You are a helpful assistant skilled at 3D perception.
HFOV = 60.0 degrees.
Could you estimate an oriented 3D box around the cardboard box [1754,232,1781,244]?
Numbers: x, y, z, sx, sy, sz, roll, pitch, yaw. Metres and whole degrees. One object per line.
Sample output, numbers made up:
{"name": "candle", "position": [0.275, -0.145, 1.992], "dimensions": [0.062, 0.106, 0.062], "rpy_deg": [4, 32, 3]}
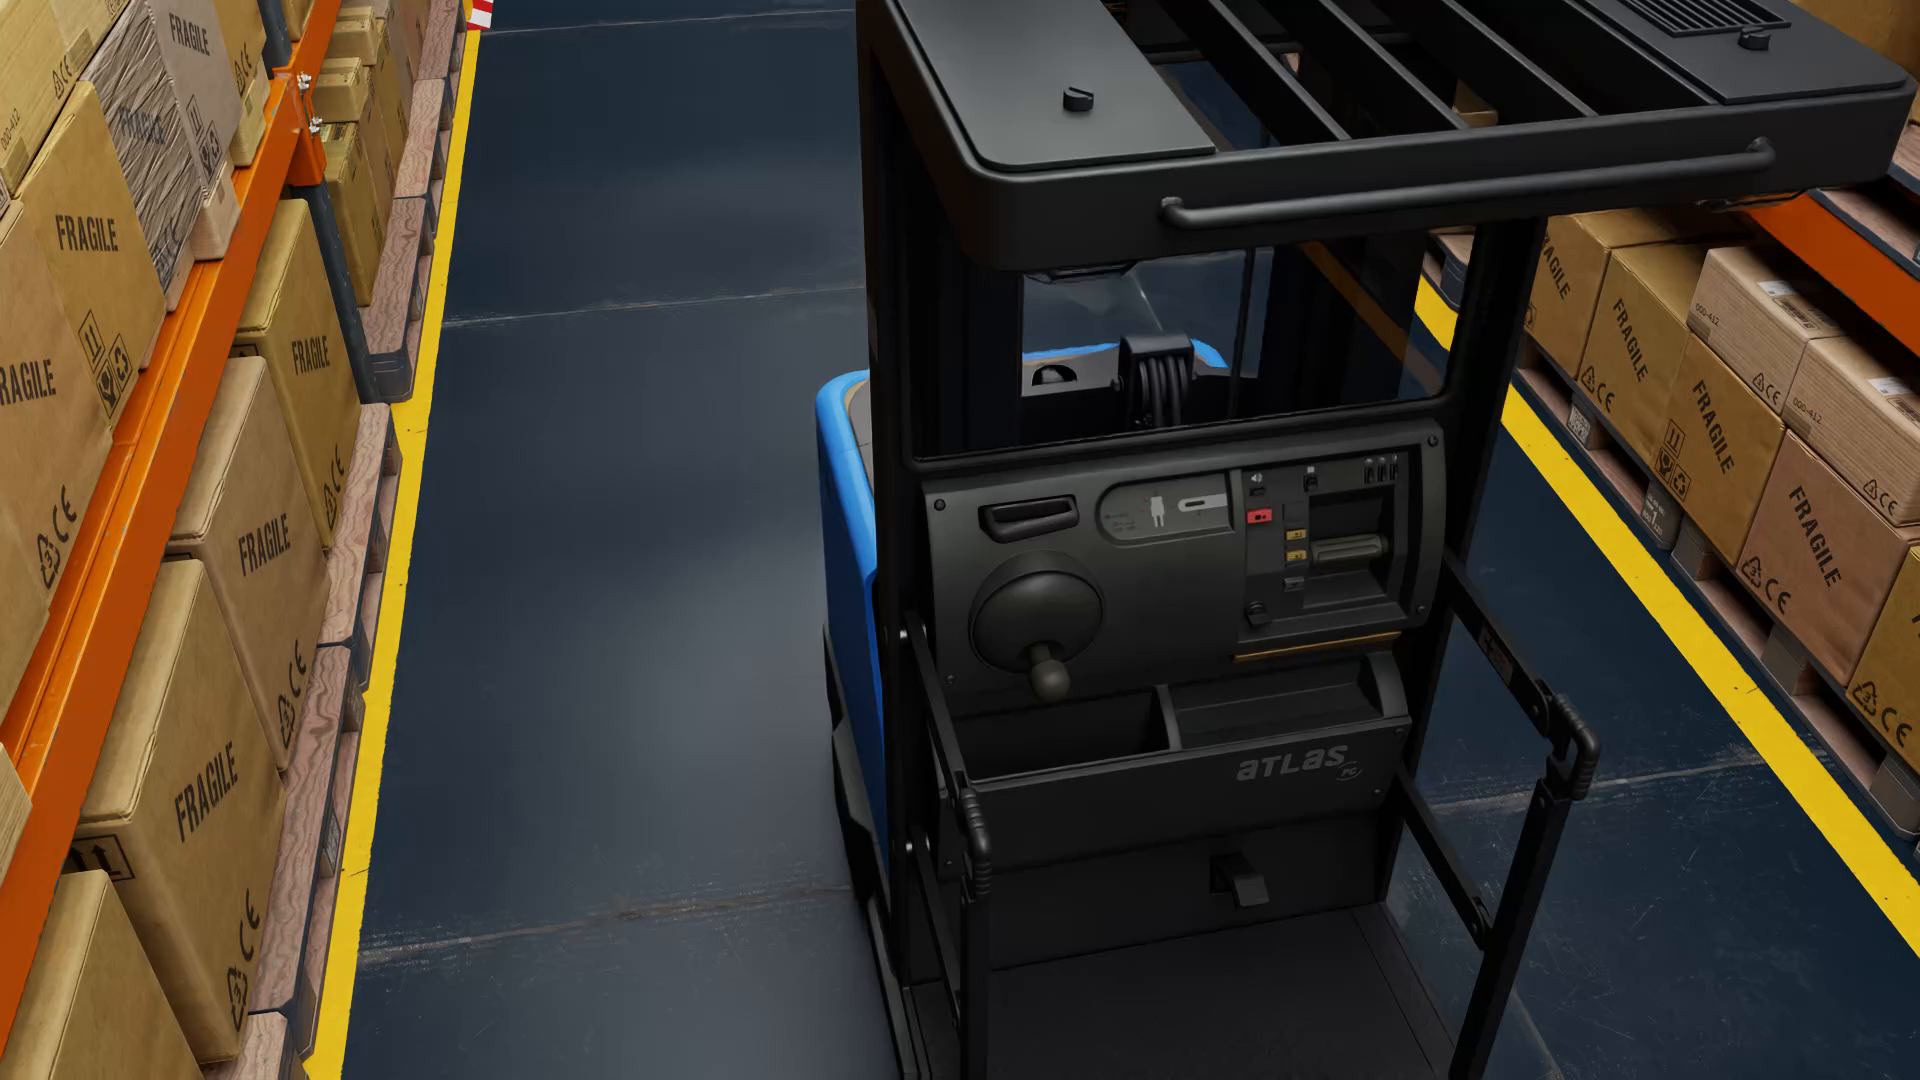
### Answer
{"name": "cardboard box", "position": [2.846, -0.669, 5.345], "dimensions": [0.500, 0.500, 0.500], "rpy_deg": [-6, 38, -8]}

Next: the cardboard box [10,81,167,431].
{"name": "cardboard box", "position": [-1.877, -0.514, 3.127], "dimensions": [0.500, 0.500, 0.500], "rpy_deg": [-5, 38, -7]}

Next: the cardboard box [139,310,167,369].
{"name": "cardboard box", "position": [-1.960, -0.477, 3.607], "dimensions": [0.380, 0.149, 0.250], "rpy_deg": [-7, 38, -9]}

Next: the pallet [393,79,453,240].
{"name": "pallet", "position": [-2.751, -1.619, 7.162], "dimensions": [1.003, 0.211, 1.213], "rpy_deg": [-6, 38, -8]}

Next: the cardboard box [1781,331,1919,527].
{"name": "cardboard box", "position": [2.507, -0.306, 4.267], "dimensions": [0.500, 0.250, 0.500], "rpy_deg": [-7, 38, -9]}

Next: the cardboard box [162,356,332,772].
{"name": "cardboard box", "position": [-2.077, 0.084, 4.106], "dimensions": [0.750, 0.750, 0.750], "rpy_deg": [-5, 38, -7]}

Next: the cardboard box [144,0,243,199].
{"name": "cardboard box", "position": [-2.049, -1.120, 3.906], "dimensions": [0.500, 0.500, 0.500], "rpy_deg": [-6, 38, -8]}

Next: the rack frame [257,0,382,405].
{"name": "rack frame", "position": [-2.478, -1.514, 4.754], "dimensions": [1.000, 3.000, 0.127], "rpy_deg": [-6, 38, -8]}

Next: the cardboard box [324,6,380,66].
{"name": "cardboard box", "position": [-2.480, -1.953, 6.485], "dimensions": [0.380, 0.149, 0.250], "rpy_deg": [-7, 38, -9]}

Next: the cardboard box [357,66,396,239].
{"name": "cardboard box", "position": [-2.593, -1.459, 6.378], "dimensions": [0.700, 0.500, 0.500], "rpy_deg": [-7, 38, -8]}

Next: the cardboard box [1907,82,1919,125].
{"name": "cardboard box", "position": [2.769, -1.194, 3.918], "dimensions": [0.700, 0.500, 0.500], "rpy_deg": [-16, 41, -19]}

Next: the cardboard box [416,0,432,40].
{"name": "cardboard box", "position": [-2.958, -2.696, 7.971], "dimensions": [0.700, 0.500, 0.500], "rpy_deg": [-6, 38, -8]}

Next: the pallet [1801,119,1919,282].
{"name": "pallet", "position": [2.754, -0.731, 3.903], "dimensions": [1.003, 0.211, 1.213], "rpy_deg": [-6, 38, -8]}

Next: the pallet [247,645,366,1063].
{"name": "pallet", "position": [-2.051, 0.784, 4.069], "dimensions": [1.003, 0.211, 1.213], "rpy_deg": [-6, 38, -8]}

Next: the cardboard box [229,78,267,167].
{"name": "cardboard box", "position": [-2.072, -1.099, 4.408], "dimensions": [0.380, 0.149, 0.250], "rpy_deg": [-6, 38, -7]}

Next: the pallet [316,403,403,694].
{"name": "pallet", "position": [-2.268, 0.045, 5.020], "dimensions": [1.003, 0.211, 1.213], "rpy_deg": [-6, 38, -8]}

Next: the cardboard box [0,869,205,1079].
{"name": "cardboard box", "position": [-1.776, 1.127, 2.764], "dimensions": [0.750, 0.750, 0.750], "rpy_deg": [-7, 38, -9]}

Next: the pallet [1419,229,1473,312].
{"name": "pallet", "position": [2.279, -1.362, 6.832], "dimensions": [1.003, 0.211, 1.213], "rpy_deg": [-6, 38, -8]}

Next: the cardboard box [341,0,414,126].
{"name": "cardboard box", "position": [-2.781, -2.091, 7.191], "dimensions": [0.700, 0.500, 0.500], "rpy_deg": [-7, 38, -9]}

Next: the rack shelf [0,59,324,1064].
{"name": "rack shelf", "position": [-2.127, -0.022, 3.419], "dimensions": [1.077, 0.370, 4.000], "rpy_deg": [-6, 38, -8]}

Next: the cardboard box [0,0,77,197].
{"name": "cardboard box", "position": [-1.884, -0.795, 2.876], "dimensions": [0.500, 0.250, 0.500], "rpy_deg": [-7, 38, -9]}

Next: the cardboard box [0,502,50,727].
{"name": "cardboard box", "position": [-1.692, 0.099, 2.337], "dimensions": [0.500, 0.500, 0.500], "rpy_deg": [-5, 38, -6]}

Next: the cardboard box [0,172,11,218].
{"name": "cardboard box", "position": [-1.789, -0.487, 2.480], "dimensions": [0.500, 0.250, 0.500], "rpy_deg": [-6, 38, -8]}

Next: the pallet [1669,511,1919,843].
{"name": "pallet", "position": [2.796, 0.278, 4.720], "dimensions": [1.003, 0.211, 1.213], "rpy_deg": [-6, 38, -8]}

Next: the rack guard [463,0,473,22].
{"name": "rack guard", "position": [-3.183, -2.957, 8.649], "dimensions": [1.175, 0.500, 0.348], "rpy_deg": [-6, 38, -8]}

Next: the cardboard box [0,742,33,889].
{"name": "cardboard box", "position": [-1.605, 0.447, 2.418], "dimensions": [0.380, 0.149, 0.250], "rpy_deg": [-5, 38, -7]}

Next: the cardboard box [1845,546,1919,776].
{"name": "cardboard box", "position": [2.614, 0.328, 4.061], "dimensions": [0.500, 0.500, 0.500], "rpy_deg": [-8, 38, -10]}

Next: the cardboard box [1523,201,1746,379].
{"name": "cardboard box", "position": [2.243, -0.917, 5.664], "dimensions": [0.500, 0.500, 0.500], "rpy_deg": [-8, 39, -10]}

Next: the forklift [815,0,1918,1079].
{"name": "forklift", "position": [0.449, 0.109, 2.721], "dimensions": [1.130, 2.935, 3.031], "rpy_deg": [-8, 38, -10]}

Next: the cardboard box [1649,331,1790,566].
{"name": "cardboard box", "position": [2.428, -0.293, 4.862], "dimensions": [0.500, 0.500, 0.500], "rpy_deg": [-6, 38, -7]}

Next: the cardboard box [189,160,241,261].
{"name": "cardboard box", "position": [-1.967, -0.784, 4.003], "dimensions": [0.380, 0.149, 0.250], "rpy_deg": [-6, 38, -8]}
